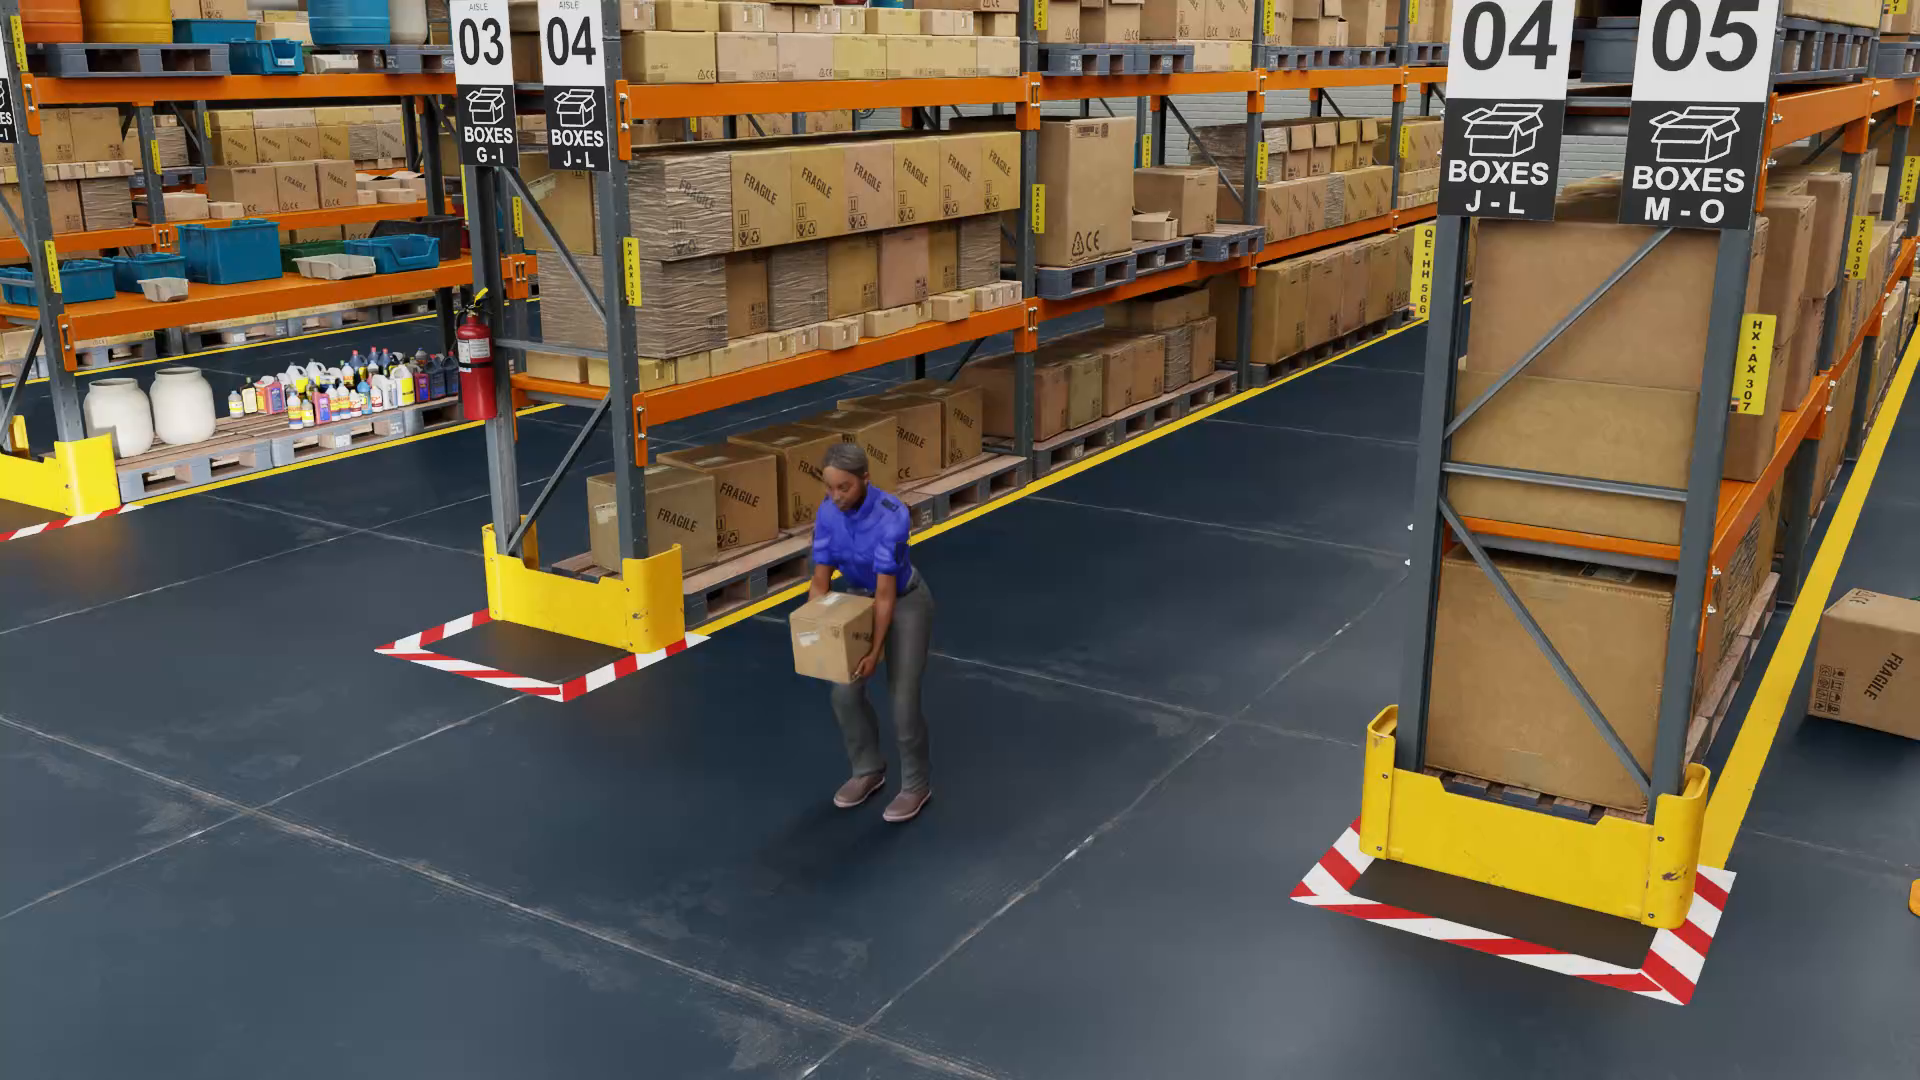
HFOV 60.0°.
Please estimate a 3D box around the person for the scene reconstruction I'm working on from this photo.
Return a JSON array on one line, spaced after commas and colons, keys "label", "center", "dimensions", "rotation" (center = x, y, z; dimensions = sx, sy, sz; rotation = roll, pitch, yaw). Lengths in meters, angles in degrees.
[{"label": "person", "center": [-0.352, 0.349, 6.524], "dimensions": [0.414, 1.569, 0.574], "rotation": [9, 19, 29]}]
